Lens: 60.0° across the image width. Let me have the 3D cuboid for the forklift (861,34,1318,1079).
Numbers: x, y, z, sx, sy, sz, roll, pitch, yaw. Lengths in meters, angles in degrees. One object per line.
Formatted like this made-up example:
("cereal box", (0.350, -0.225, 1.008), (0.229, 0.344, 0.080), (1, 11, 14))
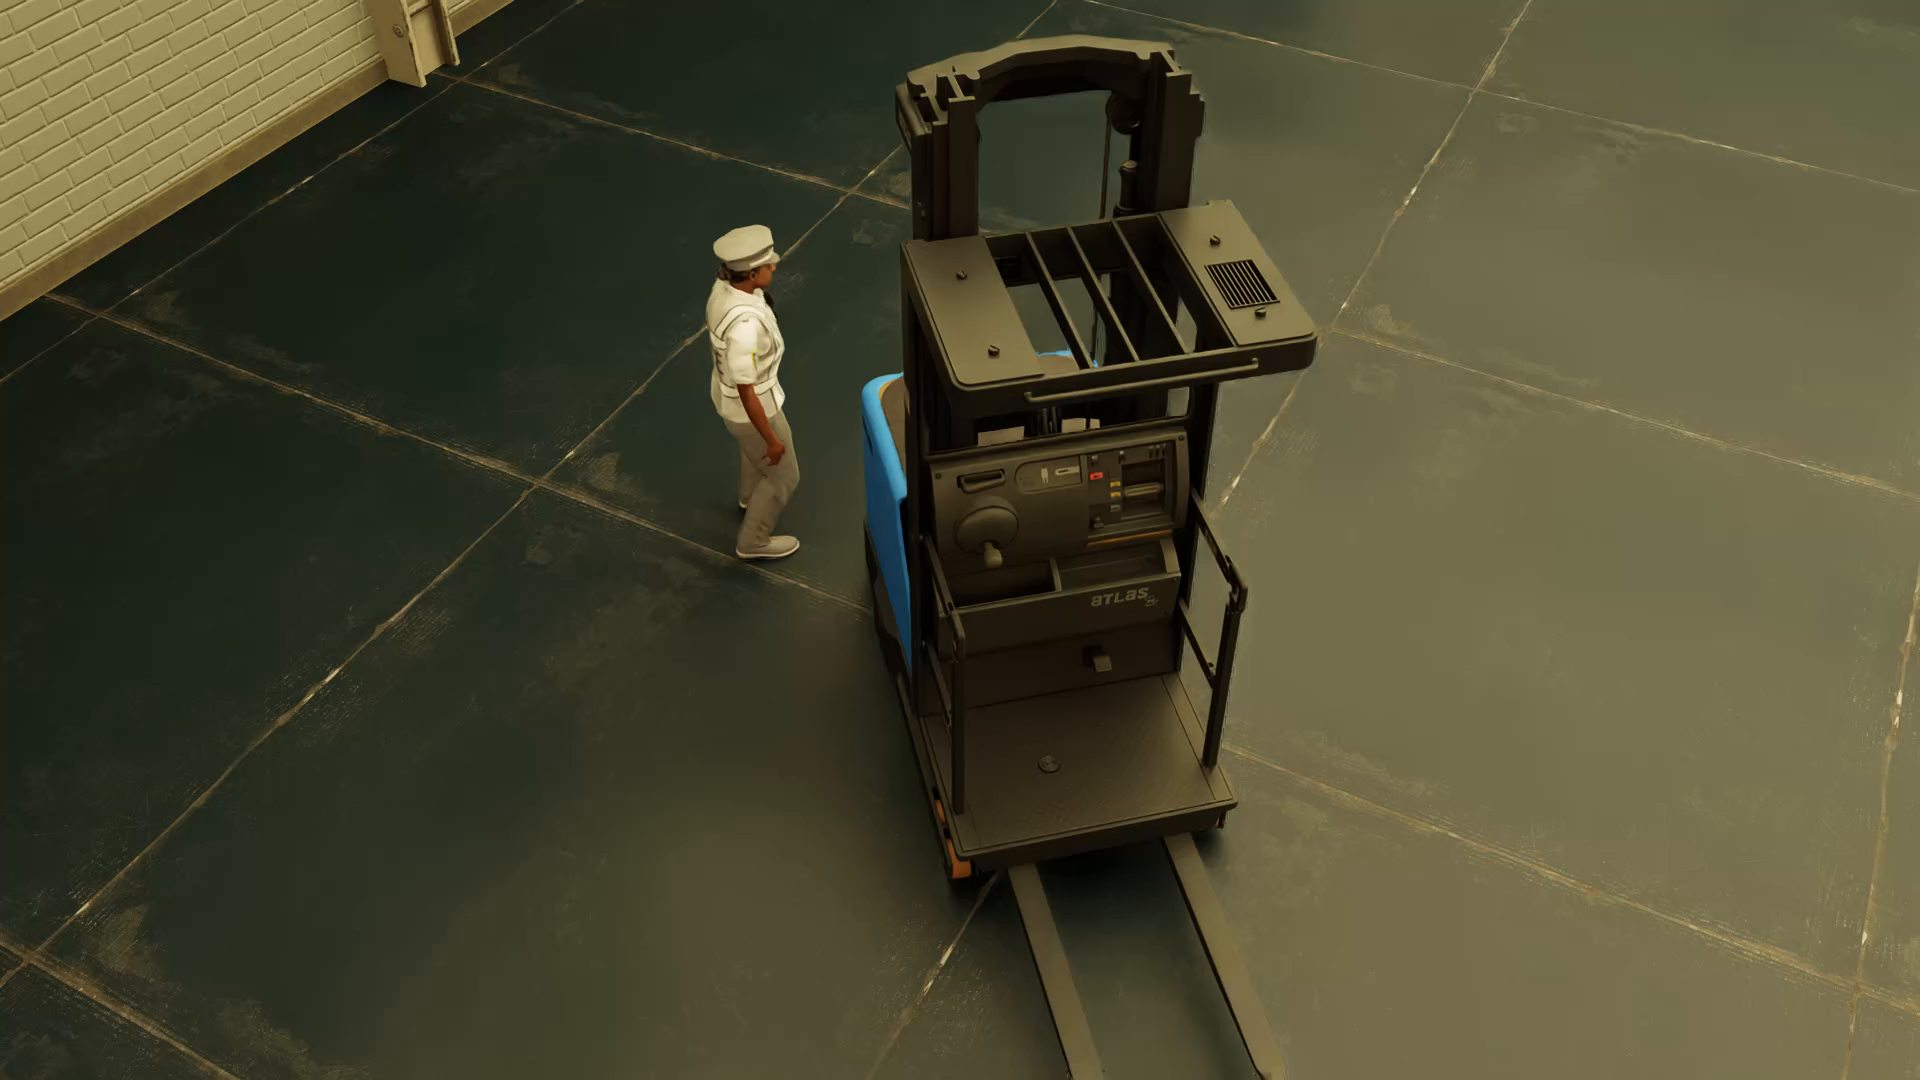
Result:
("forklift", (0.411, -0.057, 5.714), (1.130, 2.935, 3.031), (-9, 44, -10))

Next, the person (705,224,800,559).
("person", (-0.895, -0.625, 7.268), (0.376, 1.633, 0.705), (-12, 45, -13))
